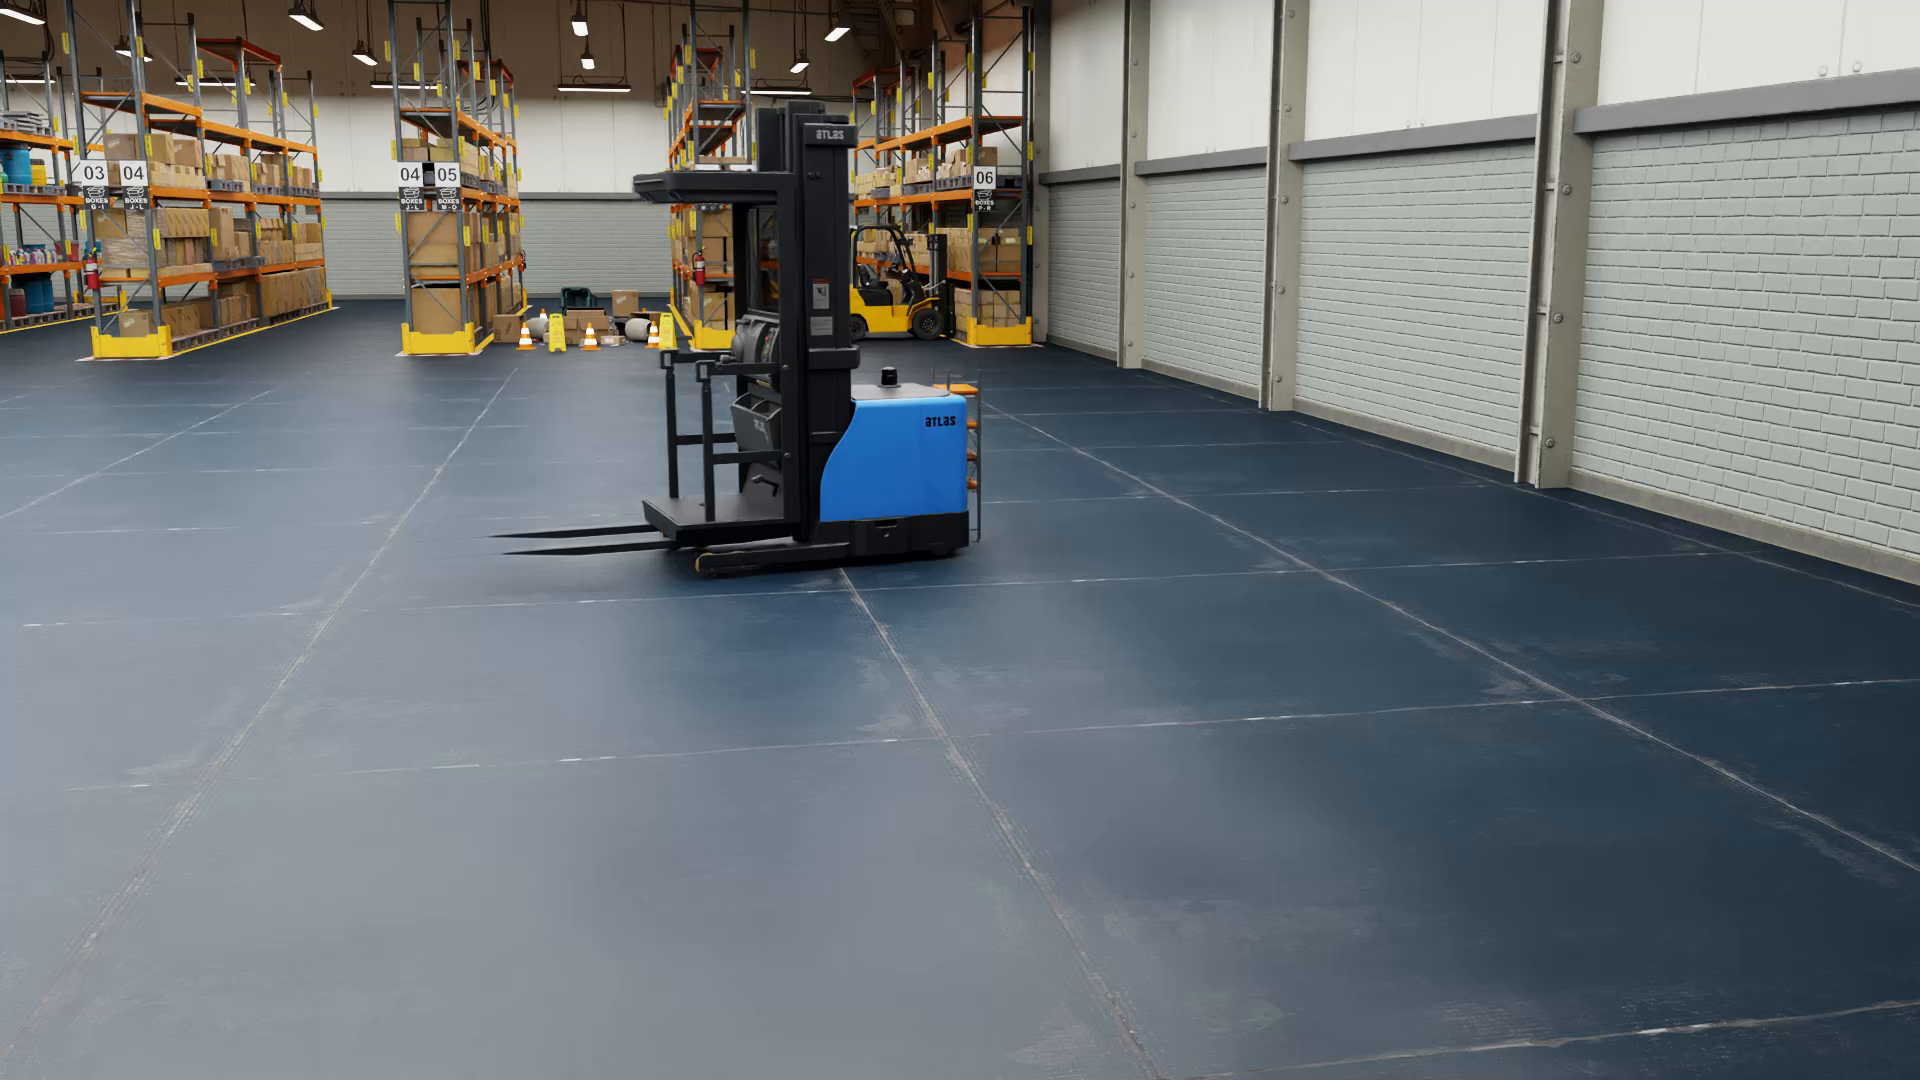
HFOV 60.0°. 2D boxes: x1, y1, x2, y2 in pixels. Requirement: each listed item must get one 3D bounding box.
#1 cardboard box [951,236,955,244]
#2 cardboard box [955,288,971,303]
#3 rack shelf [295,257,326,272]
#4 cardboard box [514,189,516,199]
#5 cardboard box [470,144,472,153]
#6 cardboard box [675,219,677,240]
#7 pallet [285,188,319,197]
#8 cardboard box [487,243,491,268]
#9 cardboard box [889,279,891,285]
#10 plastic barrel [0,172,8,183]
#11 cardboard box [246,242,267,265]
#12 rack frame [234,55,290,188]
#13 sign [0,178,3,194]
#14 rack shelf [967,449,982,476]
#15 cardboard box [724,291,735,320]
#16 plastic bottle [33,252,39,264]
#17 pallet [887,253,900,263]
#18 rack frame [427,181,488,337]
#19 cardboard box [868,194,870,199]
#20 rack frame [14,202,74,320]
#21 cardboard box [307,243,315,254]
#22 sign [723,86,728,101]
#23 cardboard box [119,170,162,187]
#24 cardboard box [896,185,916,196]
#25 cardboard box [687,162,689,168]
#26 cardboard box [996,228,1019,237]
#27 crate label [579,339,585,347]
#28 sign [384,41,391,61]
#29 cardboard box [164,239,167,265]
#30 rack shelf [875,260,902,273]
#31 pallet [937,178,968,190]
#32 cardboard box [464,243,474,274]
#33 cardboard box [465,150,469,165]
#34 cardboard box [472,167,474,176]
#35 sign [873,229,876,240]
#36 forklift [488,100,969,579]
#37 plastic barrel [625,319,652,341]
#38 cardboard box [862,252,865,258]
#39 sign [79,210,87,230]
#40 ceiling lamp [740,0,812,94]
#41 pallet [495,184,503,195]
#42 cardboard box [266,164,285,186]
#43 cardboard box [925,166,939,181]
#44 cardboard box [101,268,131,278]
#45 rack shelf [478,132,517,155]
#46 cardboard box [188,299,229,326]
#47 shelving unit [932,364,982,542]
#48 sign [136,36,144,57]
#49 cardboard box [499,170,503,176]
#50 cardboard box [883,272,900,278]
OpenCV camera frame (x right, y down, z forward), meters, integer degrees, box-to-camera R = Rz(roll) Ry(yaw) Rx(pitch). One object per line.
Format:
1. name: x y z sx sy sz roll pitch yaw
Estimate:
1. cardboard box: 0.029 -5.839 32.351 0.380 0.149 0.250 -2 11 -12
2. cardboard box: 0.113 -4.696 31.902 0.500 0.250 0.500 -2 11 -10
3. rack shelf: -16.590 -6.763 41.130 1.077 0.370 4.000 -2 11 -11
4. cardboard box: -11.434 -8.689 41.707 0.500 0.250 0.500 -2 11 -8
5. cardboard box: -9.132 -7.154 30.389 0.380 0.149 0.250 -2 11 -12
6. cardboard box: -6.677 -7.559 40.447 0.500 0.500 0.500 -2 11 -10
7. pallet: -16.824 -8.777 42.005 1.003 0.211 1.213 -2 11 -11
8. cardboard box: -9.697 -5.692 33.312 0.500 0.500 0.500 -2 11 -11
9. cardboard box: -1.534 -6.321 40.712 0.380 0.149 0.250 -2 11 -11
10. plastic barrel: -20.262 -7.642 35.095 0.294 0.245 0.294 0 11 0
11. cardboard box: -15.251 -6.164 35.792 0.500 0.500 0.500 -2 11 -9
12. rack frame: -16.201 -9.697 38.575 1.000 3.000 0.127 -2 11 -11
13. sign: -19.743 -7.279 34.176 0.100 0.325 0.005 -2 11 -11
14. rack shelf: -0.027 -0.554 11.760 0.258 0.148 0.480 -2 11 -13
15. cardboard box: -4.037 -4.295 30.466 0.500 0.500 0.500 -3 11 -13
16. plastic bottle: -20.425 -6.221 36.692 0.152 0.276 0.135 -2 11 -11
17. pallet: -1.035 -6.585 38.784 1.213 0.211 1.003 -2 11 -11
18. rack frame: -9.760 -5.444 32.277 1.000 3.000 0.127 -2 11 -11
19. cardboard box: -2.182 -8.932 43.253 0.380 0.149 0.250 -2 11 -10
20. rack frame: -21.059 -6.569 38.189 1.000 3.000 0.127 -2 11 -11
21. cardboard box: -16.427 -7.290 41.581 0.500 0.250 0.500 -3 11 -13
22. sign: -5.172 -9.843 36.632 0.100 0.325 0.005 -2 11 -11
23. cardboard box: -13.707 -6.046 27.820 0.500 0.250 0.500 -2 11 -9
24. cardboard box: -1.172 -8.043 38.308 0.500 0.250 0.500 -2 11 -13
25. cardboard box: -5.037 -7.170 31.863 0.380 0.149 0.250 -2 11 -11
26. cardboard box: 0.866 -5.673 30.684 0.380 0.149 0.250 -2 11 -12
27. crate label: -6.732 -3.574 30.107 0.250 0.136 0.298 -9 14 -40
28. sign: -9.517 -8.138 27.677 0.100 0.325 0.005 -2 11 -11
29. cardboard box: -14.162 -4.933 28.529 0.875 0.500 0.500 -2 11 -11
30. rack shelf: -1.223 -6.571 40.121 1.077 0.370 4.000 -2 11 -11
31. pallet: 0.135 -7.098 33.183 1.003 0.211 1.213 -2 11 -11
32. cardboard box: -9.213 -5.058 29.847 0.875 0.550 0.550 -2 11 -11
33. cardboard box: -9.023 -6.795 29.569 0.500 0.250 0.500 -2 11 -11
34. cardboard box: -9.178 -6.808 30.703 0.380 0.149 0.250 -2 11 -10
35. sign: -2.143 -7.695 41.789 0.100 0.325 0.005 -2 11 -11
36. forklift: -1.507 -1.307 10.727 3.031 2.935 1.130 -4 12 -22
37. plastic barrel: -6.033 -3.967 31.408 0.512 0.421 0.421 6 12 28
38. cardboard box: -2.393 -7.593 44.239 0.380 0.149 0.250 -2 11 -13
39. sign: -14.415 -5.256 27.348 0.100 0.325 0.005 -2 11 -11
40. ceiling lamp: -5.195 -14.246 46.867 2.000 3.185 0.800 -2 11 -11
41. pallet: -10.361 -7.442 35.258 1.213 0.211 1.003 -2 11 -8
42. cardboard box: -16.412 -8.669 39.540 0.700 0.500 0.500 -3 11 -14
43. cardboard box: -0.436 -7.633 34.602 0.500 0.311 0.500 -2 11 -13
44. cardboard box: -14.125 -4.470 27.831 0.380 0.149 0.250 -2 11 -11
45. rack shelf: -11.705 -9.870 41.420 1.077 0.370 4.000 -2 11 -11
46. cardboard box: -14.818 -4.472 32.678 0.700 0.500 0.500 -2 11 -11
47. shelving unit: -0.027 -0.621 11.748 0.258 1.200 0.503 -2 11 -13
48. sign: -13.335 -8.013 27.020 0.100 0.325 0.005 -2 11 -11
49. cardboard box: -11.135 -8.815 39.962 0.380 0.149 0.250 -2 11 -12
50. cardboard box: -1.706 -6.613 41.449 0.380 0.149 0.250 -3 11 -14
